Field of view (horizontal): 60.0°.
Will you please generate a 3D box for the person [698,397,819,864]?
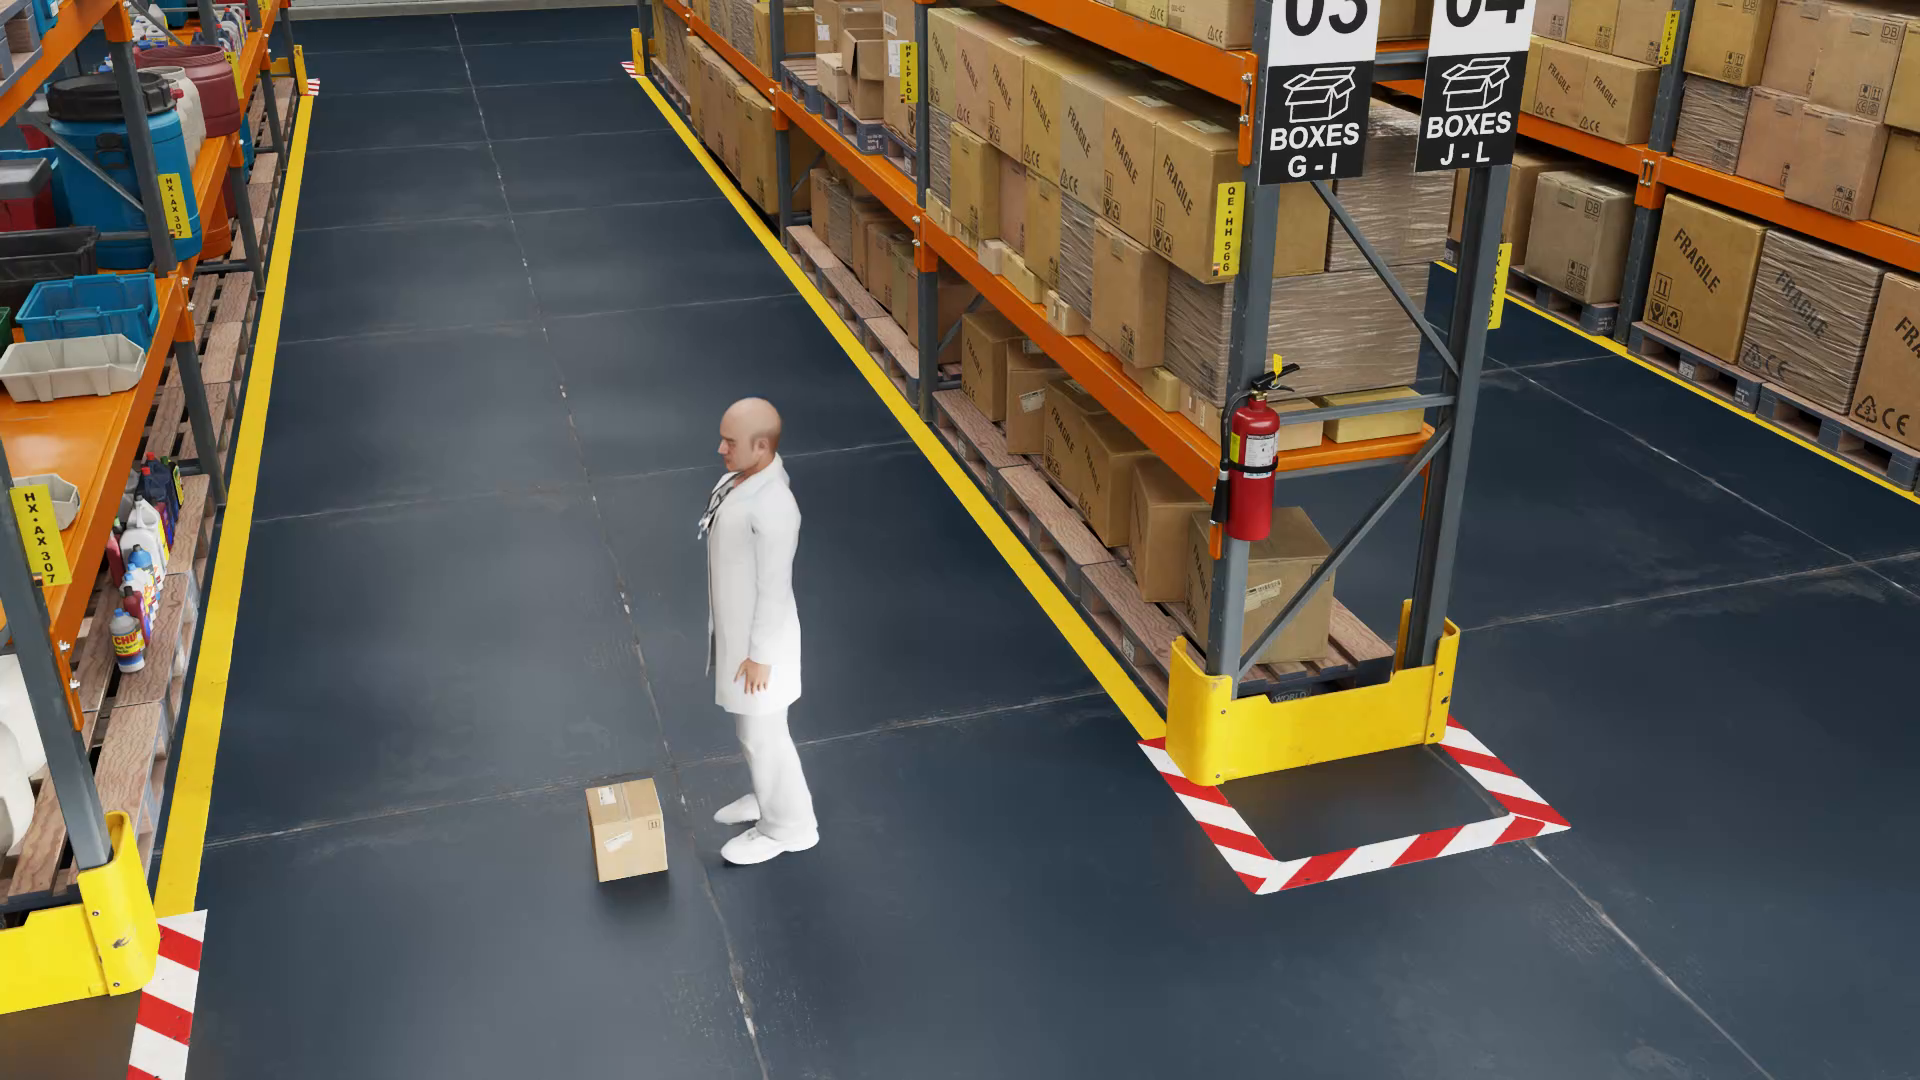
[{"bbox_3d":[-0.733,0.340,5.962,0.391,1.796,0.563,-7,27,-15],"label":"person"}]
